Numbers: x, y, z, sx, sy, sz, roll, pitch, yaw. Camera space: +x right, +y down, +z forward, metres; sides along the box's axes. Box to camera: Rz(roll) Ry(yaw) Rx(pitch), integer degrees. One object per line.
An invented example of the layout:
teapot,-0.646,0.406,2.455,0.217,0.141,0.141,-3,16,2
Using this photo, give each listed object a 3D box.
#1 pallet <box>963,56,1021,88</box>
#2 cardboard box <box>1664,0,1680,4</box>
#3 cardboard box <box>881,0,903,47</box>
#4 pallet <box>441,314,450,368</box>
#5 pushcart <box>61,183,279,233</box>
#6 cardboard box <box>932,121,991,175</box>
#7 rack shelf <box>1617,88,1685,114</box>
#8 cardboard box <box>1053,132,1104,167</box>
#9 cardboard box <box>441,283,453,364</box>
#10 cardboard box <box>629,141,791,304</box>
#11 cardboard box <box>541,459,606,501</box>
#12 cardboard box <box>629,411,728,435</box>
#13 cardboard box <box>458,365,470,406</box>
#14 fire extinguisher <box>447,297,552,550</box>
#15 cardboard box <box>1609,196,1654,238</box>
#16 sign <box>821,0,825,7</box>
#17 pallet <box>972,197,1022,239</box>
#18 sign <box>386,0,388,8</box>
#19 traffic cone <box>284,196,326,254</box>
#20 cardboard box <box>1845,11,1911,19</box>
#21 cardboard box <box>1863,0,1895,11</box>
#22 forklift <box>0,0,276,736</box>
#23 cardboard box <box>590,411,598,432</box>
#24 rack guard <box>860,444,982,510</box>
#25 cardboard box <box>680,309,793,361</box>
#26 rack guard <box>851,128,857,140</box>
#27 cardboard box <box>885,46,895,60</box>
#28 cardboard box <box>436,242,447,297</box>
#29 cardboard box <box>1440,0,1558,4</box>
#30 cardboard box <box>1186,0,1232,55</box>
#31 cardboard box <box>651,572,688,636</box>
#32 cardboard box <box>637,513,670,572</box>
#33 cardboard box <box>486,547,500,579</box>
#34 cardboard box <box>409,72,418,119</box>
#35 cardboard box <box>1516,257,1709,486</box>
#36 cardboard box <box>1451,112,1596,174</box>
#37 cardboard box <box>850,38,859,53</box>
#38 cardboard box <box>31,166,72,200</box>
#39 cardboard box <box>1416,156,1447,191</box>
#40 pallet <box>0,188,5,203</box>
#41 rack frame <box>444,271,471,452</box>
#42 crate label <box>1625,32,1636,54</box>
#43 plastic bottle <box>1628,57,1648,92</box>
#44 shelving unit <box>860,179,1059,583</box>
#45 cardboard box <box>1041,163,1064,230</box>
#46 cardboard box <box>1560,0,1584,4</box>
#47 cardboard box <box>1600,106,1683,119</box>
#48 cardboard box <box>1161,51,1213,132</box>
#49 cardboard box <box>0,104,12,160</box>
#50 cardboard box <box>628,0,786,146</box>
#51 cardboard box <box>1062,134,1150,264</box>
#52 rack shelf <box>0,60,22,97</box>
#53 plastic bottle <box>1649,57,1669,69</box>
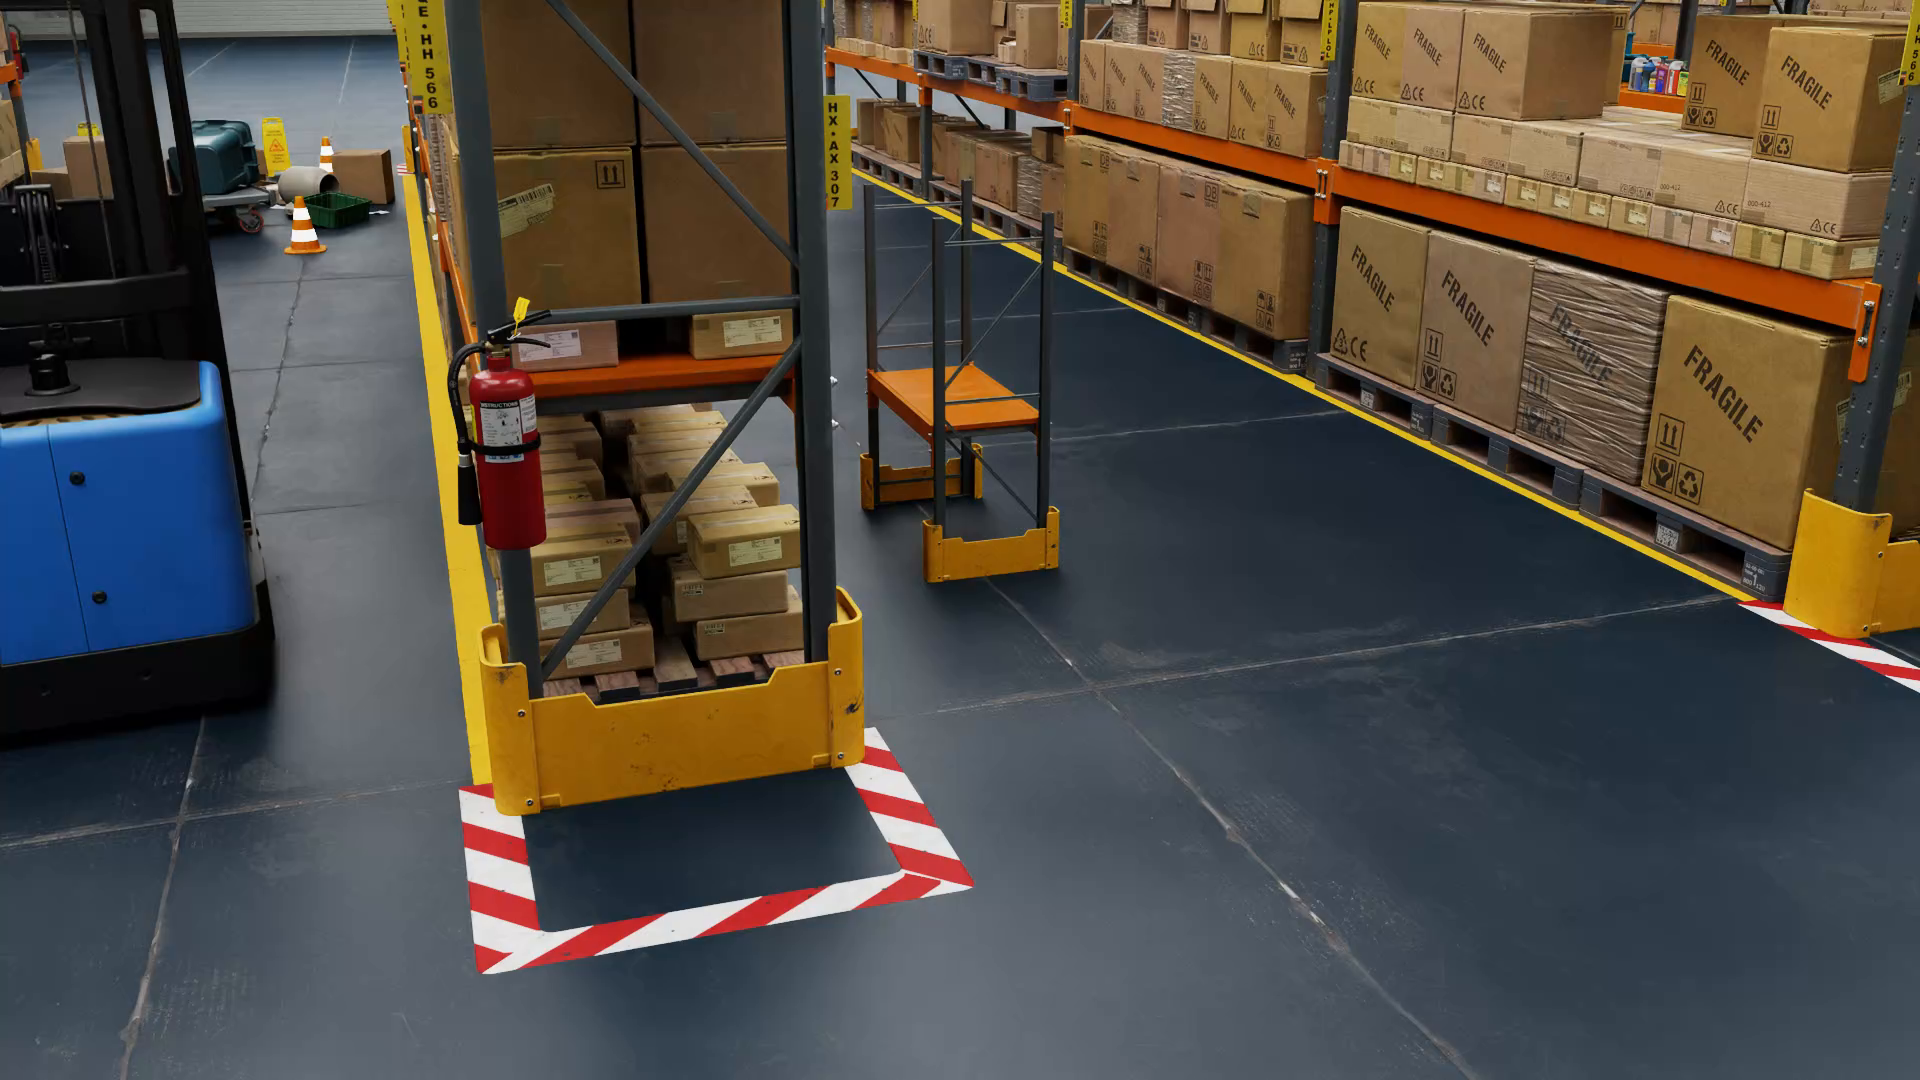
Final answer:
pallet,0.686,-4.259,15.120,1.003,0.211,1.213,-6,21,-17
cardboard box,8.962,-6.717,20.574,0.380,0.149,0.250,-6,21,-17
cardboard box,-0.370,-5.654,18.132,0.875,0.500,0.500,-6,21,-17
pallet,-2.769,-1.269,10.638,1.003,0.211,1.213,-6,21,-17
pushcart,-7.169,-2.973,15.135,1.648,0.377,0.936,-15,25,-36
cardboard box,0.002,-4.156,17.625,0.500,0.500,0.500,-7,21,-19
rack shelf,6.677,-3.264,13.130,1.077,0.370,4.000,-6,21,-17
cardboard box,1.108,-3.313,14.142,0.500,0.250,0.500,-6,20,-15
cardboard box,-2.608,-1.172,9.318,0.500,0.500,0.500,-7,21,-18
cardboard box,-0.758,-1.017,5.222,0.500,0.500,0.500,-5,20,-15
cardboard box,-1.534,-0.181,6.200,0.380,0.149,0.250,-7,21,-19
cardboard box,-1.154,-0.417,6.855,0.380,0.149,0.250,-6,21,-16
cardboard box,-2.326,-0.785,8.322,0.380,0.149,0.250,-5,20,-15
fire extinguisher,-1.238,-0.315,4.521,0.296,0.674,0.183,-6,21,-17
cardboard box,3.114,-1.439,7.358,0.380,0.149,0.250,-7,21,-18
sign,-1.683,-6.635,20.171,0.100,0.325,0.005,-6,21,-17
pallet,0.723,-3.047,15.589,1.003,0.211,1.213,-6,21,-17
sign,-6.437,-6.178,18.783,0.100,0.325,0.005,-6,21,-17
traffic cone,-5.663,-2.722,14.311,0.336,0.463,0.334,-6,21,-17
cardboard box,10.044,-5.522,18.205,0.500,0.500,0.500,-6,21,-17
cardboard box,13.106,-7.645,23.346,0.500,0.500,0.500,-7,21,-19
forklift,-3.474,-1.180,6.367,1.130,2.935,3.031,-9,21,-23
cardboard box,-1.552,-0.608,7.828,0.380,0.149,0.250,-6,21,-17
rack guard,-0.180,-0.302,7.887,0.587,0.250,0.087,-6,21,-17
cardboard box,-0.670,-0.677,5.235,0.380,0.149,0.250,-7,21,-18
rack guard,-1.144,-5.085,20.833,1.175,0.500,0.348,-6,21,-17
cardboard box,-0.603,-5.328,18.183,0.380,0.149,0.250,-6,21,-17
cardboard box,-2.610,-1.526,9.195,0.500,0.250,0.500,-7,21,-19
cardboard box,3.003,-2.738,9.274,0.500,0.500,0.500,-6,21,-16
cardboard box,1.981,-3.577,11.306,0.797,0.503,0.637,-6,21,-15
cardboard box,-0.900,0.210,5.990,0.380,0.149,0.250,-6,21,-17
cardboard box,-0.993,-0.011,6.165,0.380,0.149,0.250,-6,21,-17
cardboard box,-1.650,0.022,6.513,0.380,0.149,0.250,-7,21,-20
cardboard box,-3.790,-3.387,12.260,0.500,0.500,0.500,-6,21,-17
cardboard box,3.298,-0.837,7.832,0.875,0.875,0.875,-6,21,-17
cardboard box,2.823,-1.999,8.328,0.500,0.250,0.500,-6,21,-16
cardboard box,-1.081,-5.808,19.521,0.380,0.149,0.250,-6,21,-17
cardboard box,-8.363,-3.262,15.755,0.500,0.500,0.500,8,21,20
cardboard box,2.632,-1.933,8.732,0.380,0.149,0.250,-7,21,-19
pallet,-9.950,-3.240,16.126,1.003,0.211,1.213,-6,21,-17
rack frame,-2.136,-1.940,8.380,1.000,3.000,0.127,-6,21,-17
crate label,5.993,-4.609,15.757,0.502,0.435,0.616,-6,21,-17
plastic bottle,5.878,-4.013,14.334,0.152,0.276,0.135,-6,21,-17
shelving unit,-0.024,-0.730,7.231,0.587,1.500,1.083,-6,21,-17
cardboard box,1.117,-2.962,14.271,0.700,0.500,0.500,-8,21,-20
cardboard box,8.542,-7.065,22.500,0.700,0.500,0.500,-6,21,-16
cardboard box,3.318,-2.060,8.498,0.500,0.250,0.500,-6,21,-16
cardboard box,1.725,-3.090,11.435,0.500,0.500,0.500,-6,21,-17
cardboard box,-9.909,-4.092,16.710,0.500,0.500,0.500,-6,21,-15
cardboard box,-0.768,-1.486,5.050,0.500,0.500,0.500,-7,21,-18
cardboard box,1.544,-2.692,12.996,1.225,0.875,0.875,-7,21,-20
rack shelf,-9.947,-4.252,15.881,1.077,0.370,4.000,-6,21,-17
plastic bottle,6.022,-4.029,14.379,0.152,0.276,0.135,-6,21,-17
